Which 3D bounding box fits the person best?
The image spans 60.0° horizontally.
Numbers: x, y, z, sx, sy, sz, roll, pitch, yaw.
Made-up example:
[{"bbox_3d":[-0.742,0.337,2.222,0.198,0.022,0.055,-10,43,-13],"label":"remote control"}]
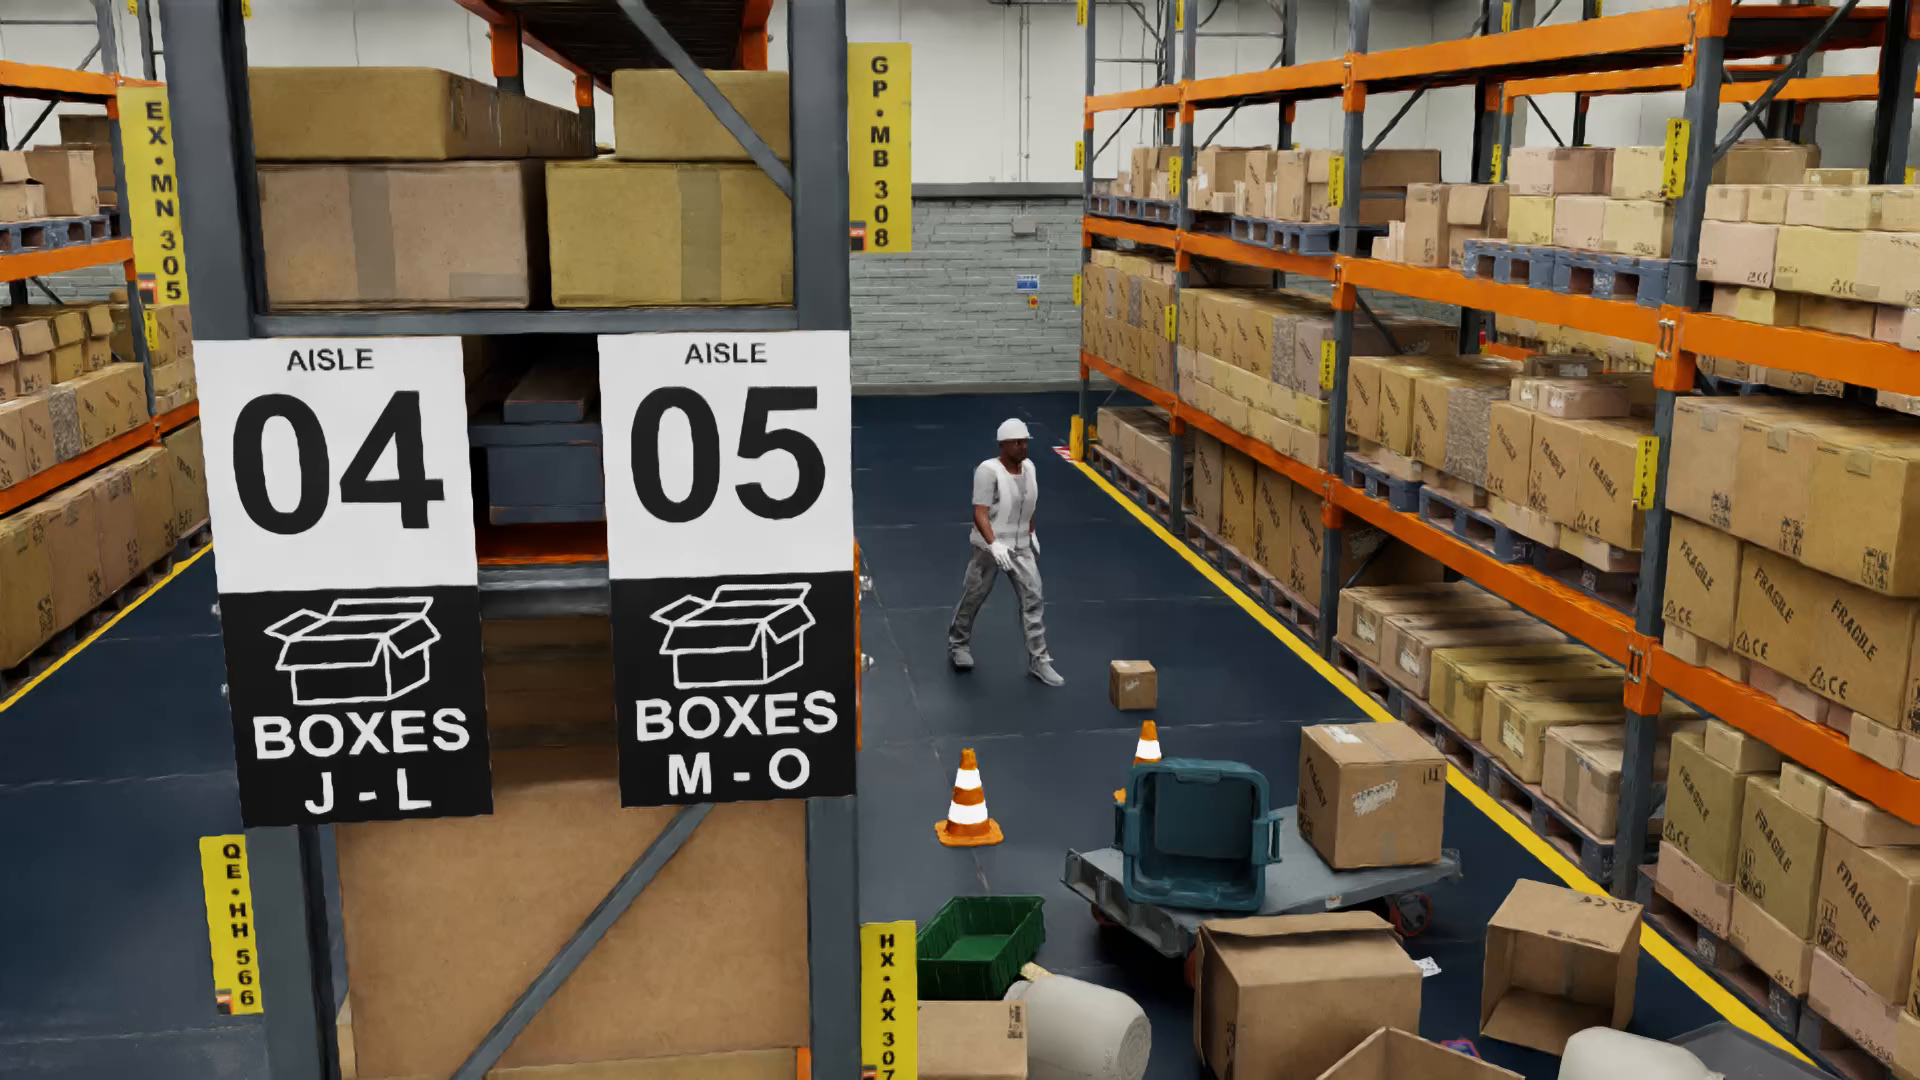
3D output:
[{"bbox_3d":[0.363,0.052,11.256,0.714,1.762,0.910,-11,17,-40],"label":"person"}]
